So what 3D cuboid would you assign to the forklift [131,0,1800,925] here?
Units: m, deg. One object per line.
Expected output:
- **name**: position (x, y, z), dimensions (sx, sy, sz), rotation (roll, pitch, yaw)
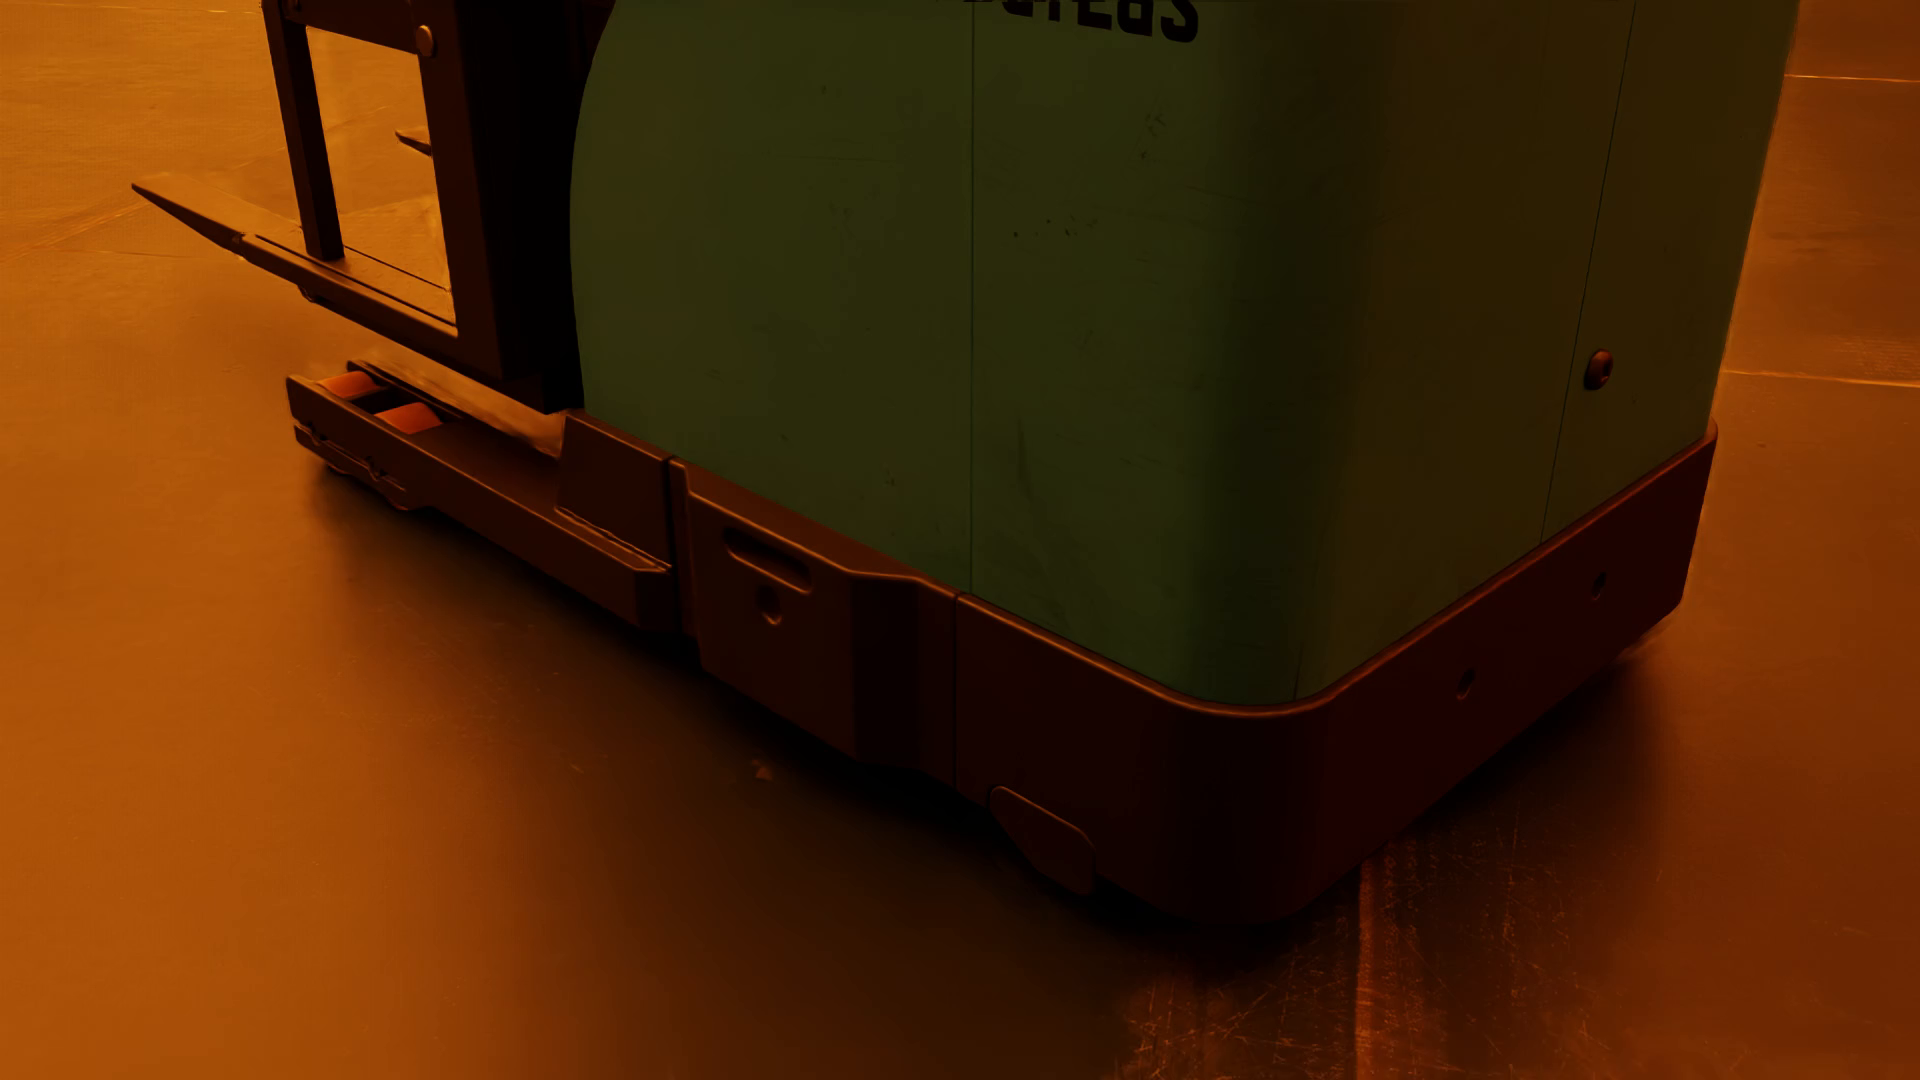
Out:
- **forklift**: position (-0.443, -1.500, 2.219), dimensions (3.031, 2.935, 1.130), rotation (24, 35, 39)
